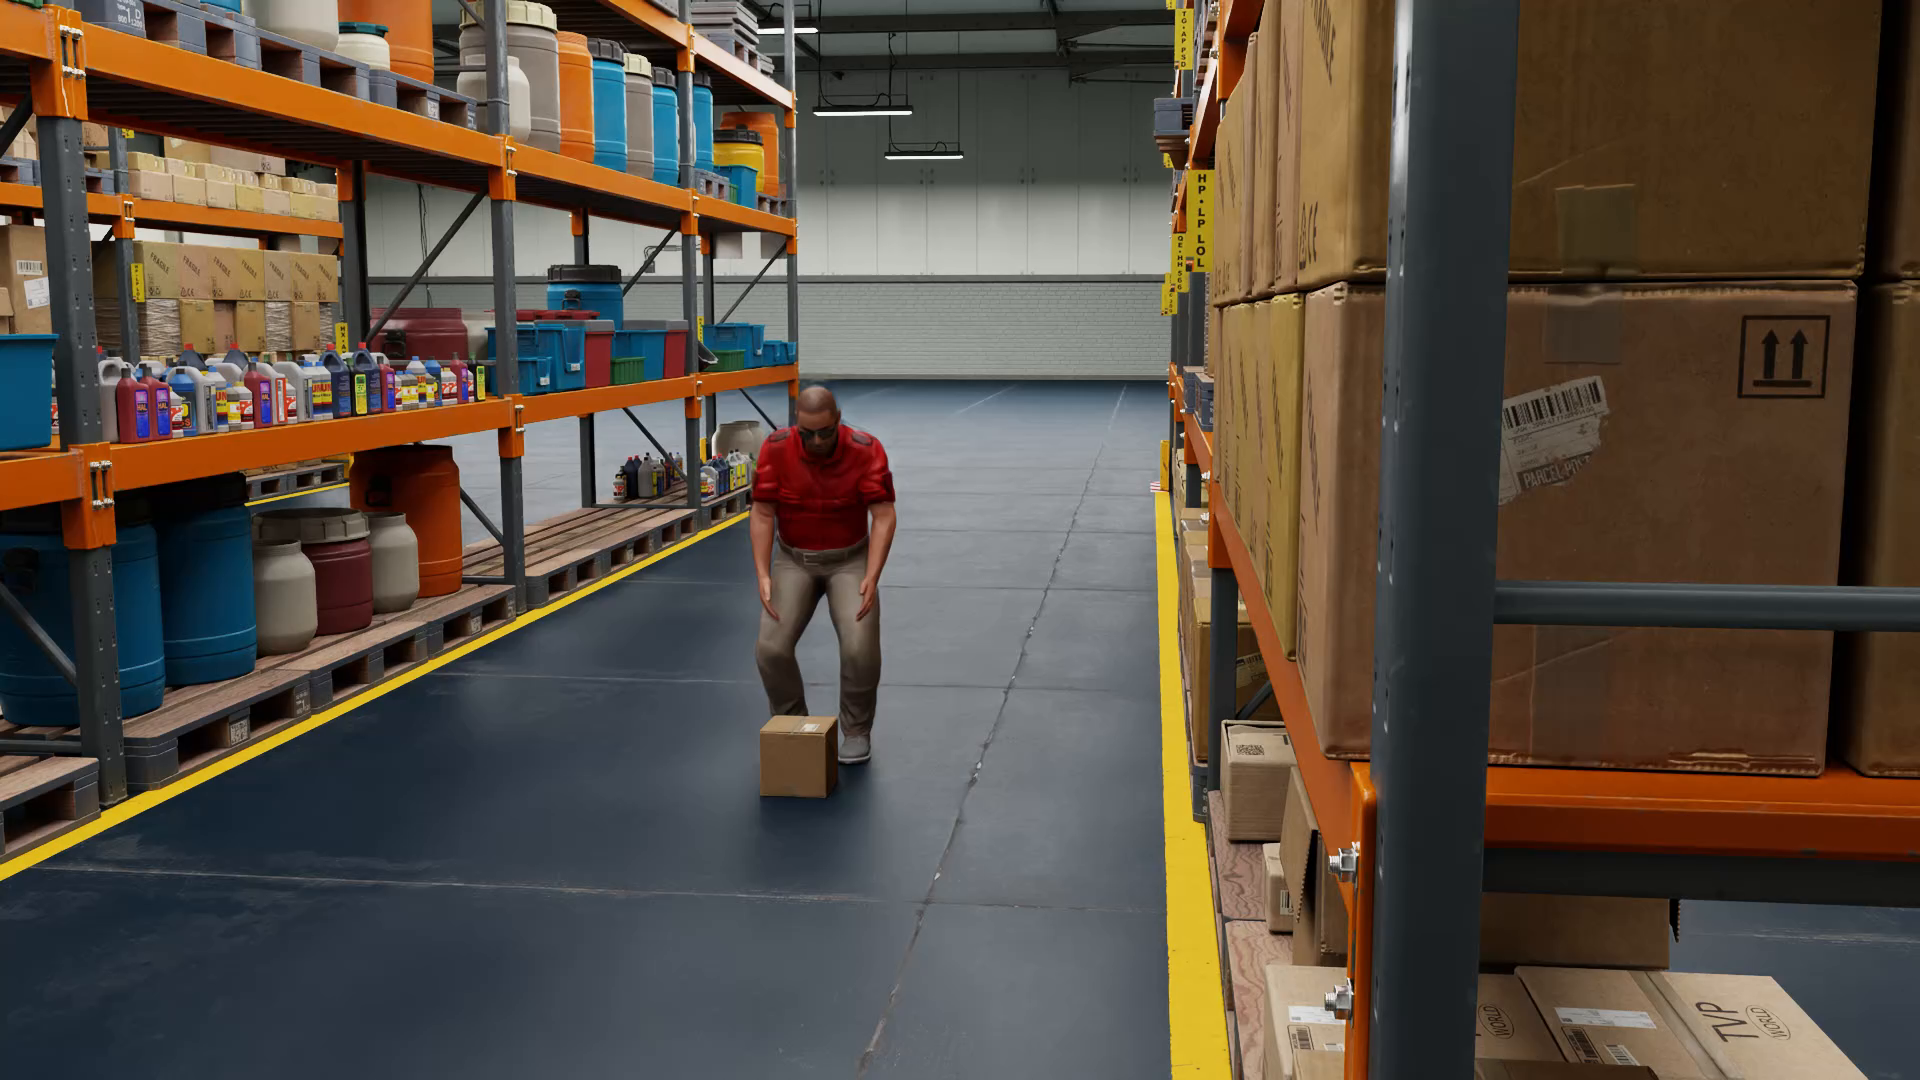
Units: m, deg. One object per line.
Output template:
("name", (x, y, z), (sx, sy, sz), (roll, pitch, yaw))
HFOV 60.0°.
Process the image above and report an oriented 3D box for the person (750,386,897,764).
("person", (-0.534, 0.135, 6.674), (0.586, 1.520, 0.621), (1, 8, 7))
